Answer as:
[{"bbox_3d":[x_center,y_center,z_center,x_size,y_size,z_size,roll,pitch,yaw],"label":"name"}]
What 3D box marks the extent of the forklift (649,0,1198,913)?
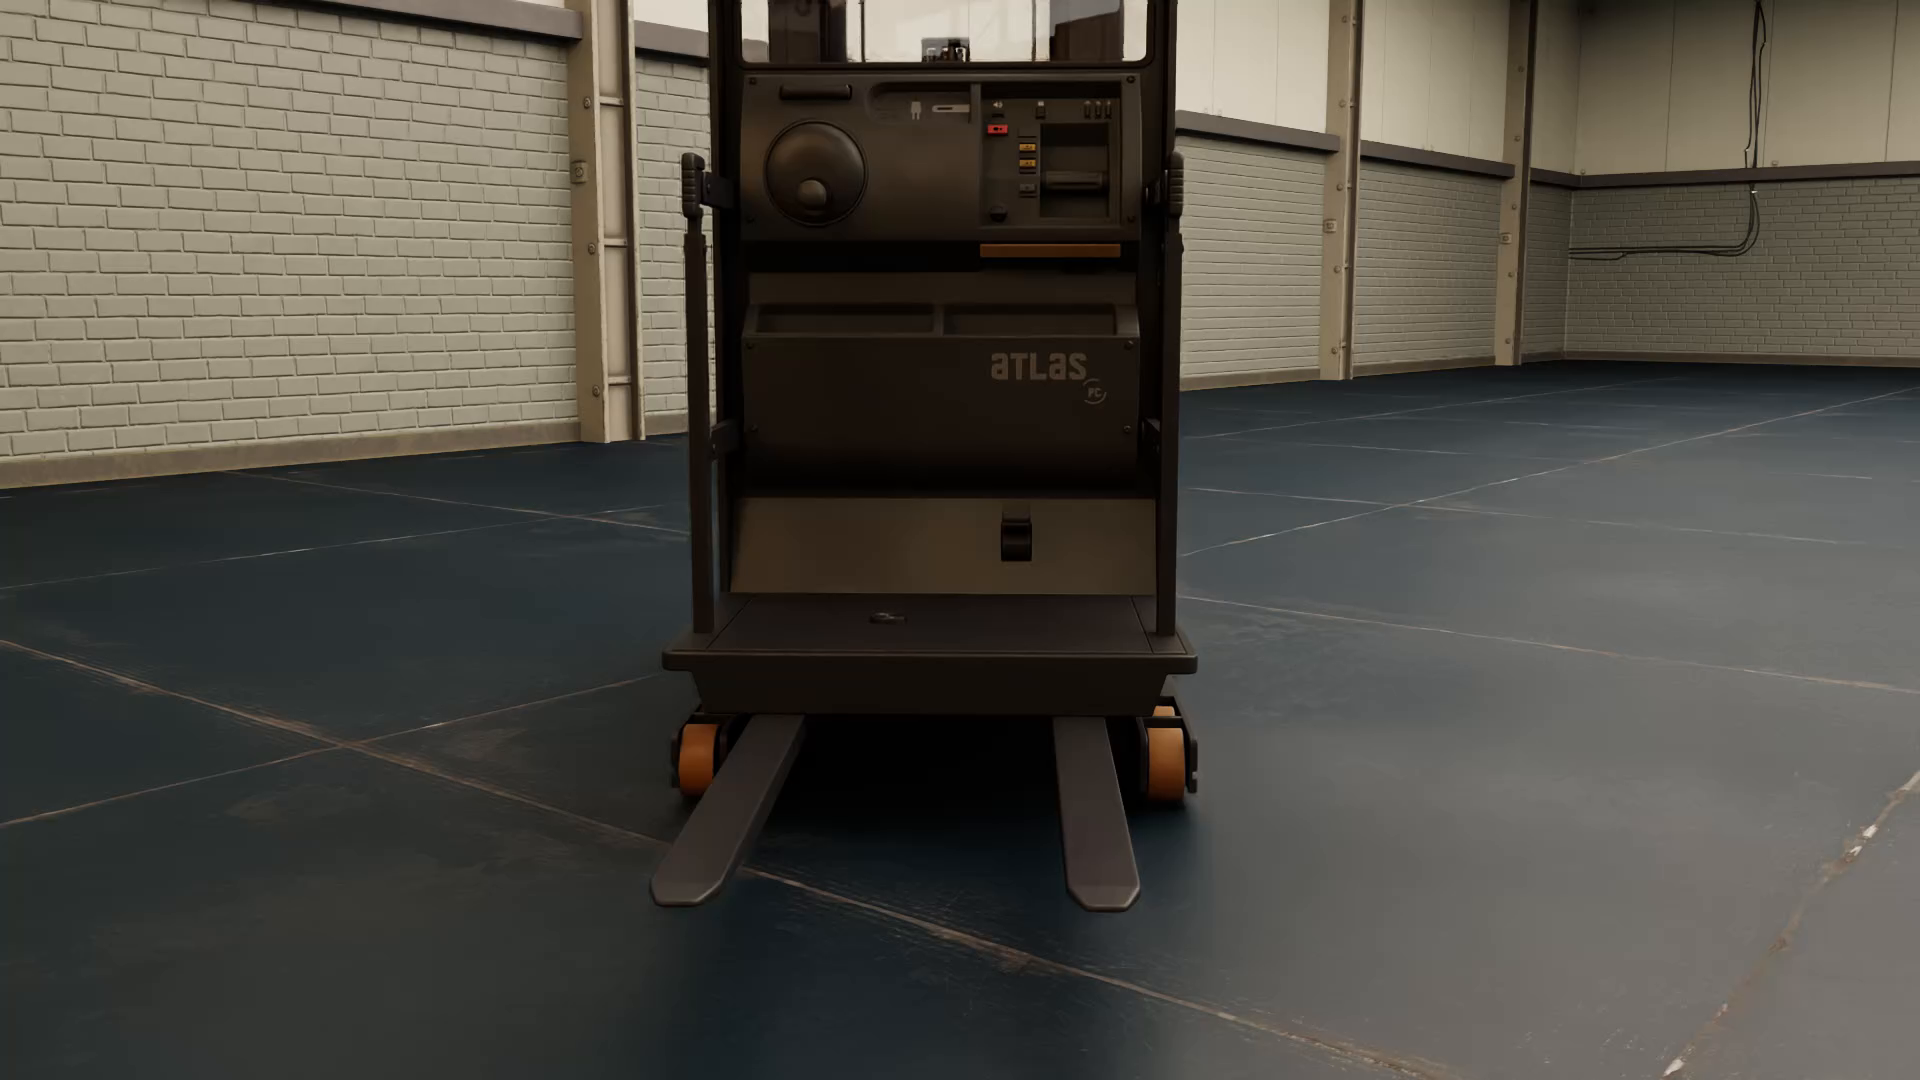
[{"bbox_3d":[-0.049,-0.933,3.661,1.130,2.935,3.031,0,8,2],"label":"forklift"}]
